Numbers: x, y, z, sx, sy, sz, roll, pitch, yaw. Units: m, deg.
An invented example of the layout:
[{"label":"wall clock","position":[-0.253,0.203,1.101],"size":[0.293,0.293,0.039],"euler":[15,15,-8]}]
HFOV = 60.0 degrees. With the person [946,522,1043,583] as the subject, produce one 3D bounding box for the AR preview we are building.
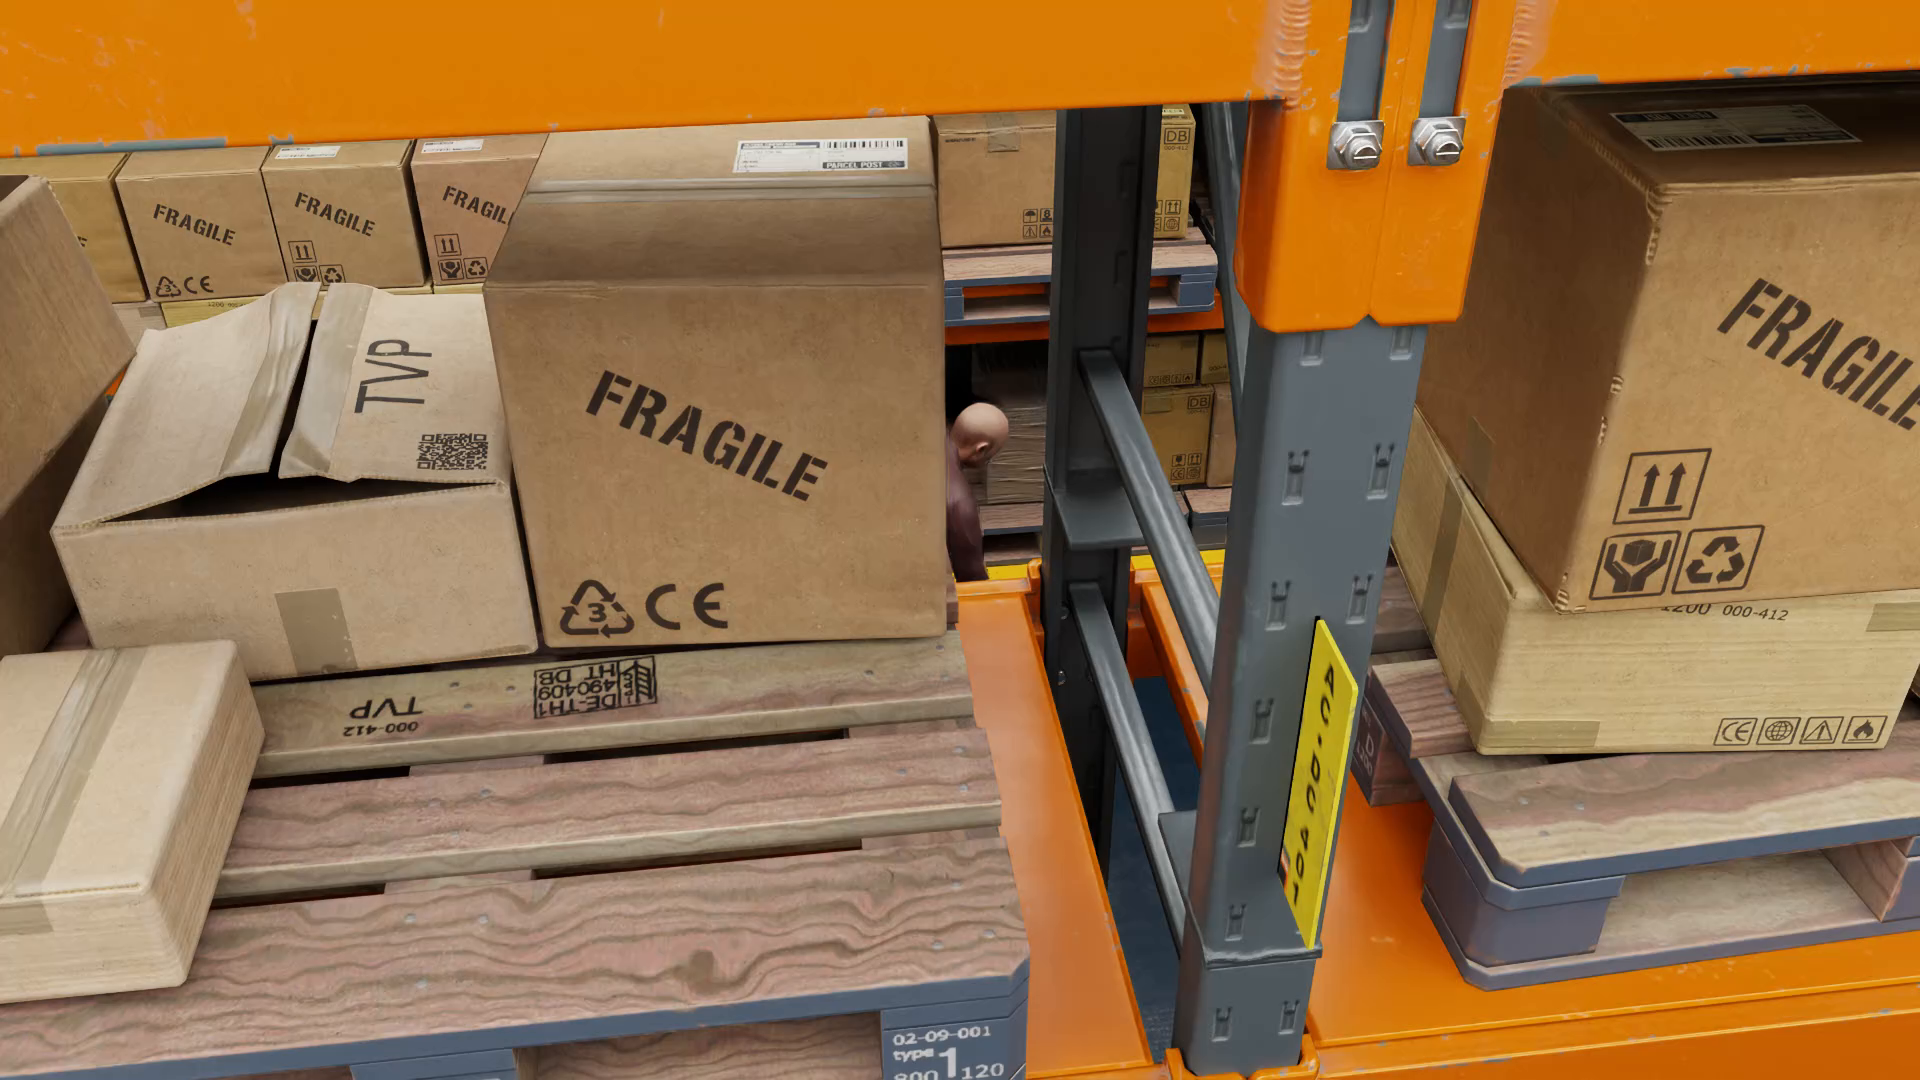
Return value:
[{"label":"person","position":[-0.028,0.394,6.535],"size":[0.971,0.859,0.583],"euler":[-11,36,-16]}]
